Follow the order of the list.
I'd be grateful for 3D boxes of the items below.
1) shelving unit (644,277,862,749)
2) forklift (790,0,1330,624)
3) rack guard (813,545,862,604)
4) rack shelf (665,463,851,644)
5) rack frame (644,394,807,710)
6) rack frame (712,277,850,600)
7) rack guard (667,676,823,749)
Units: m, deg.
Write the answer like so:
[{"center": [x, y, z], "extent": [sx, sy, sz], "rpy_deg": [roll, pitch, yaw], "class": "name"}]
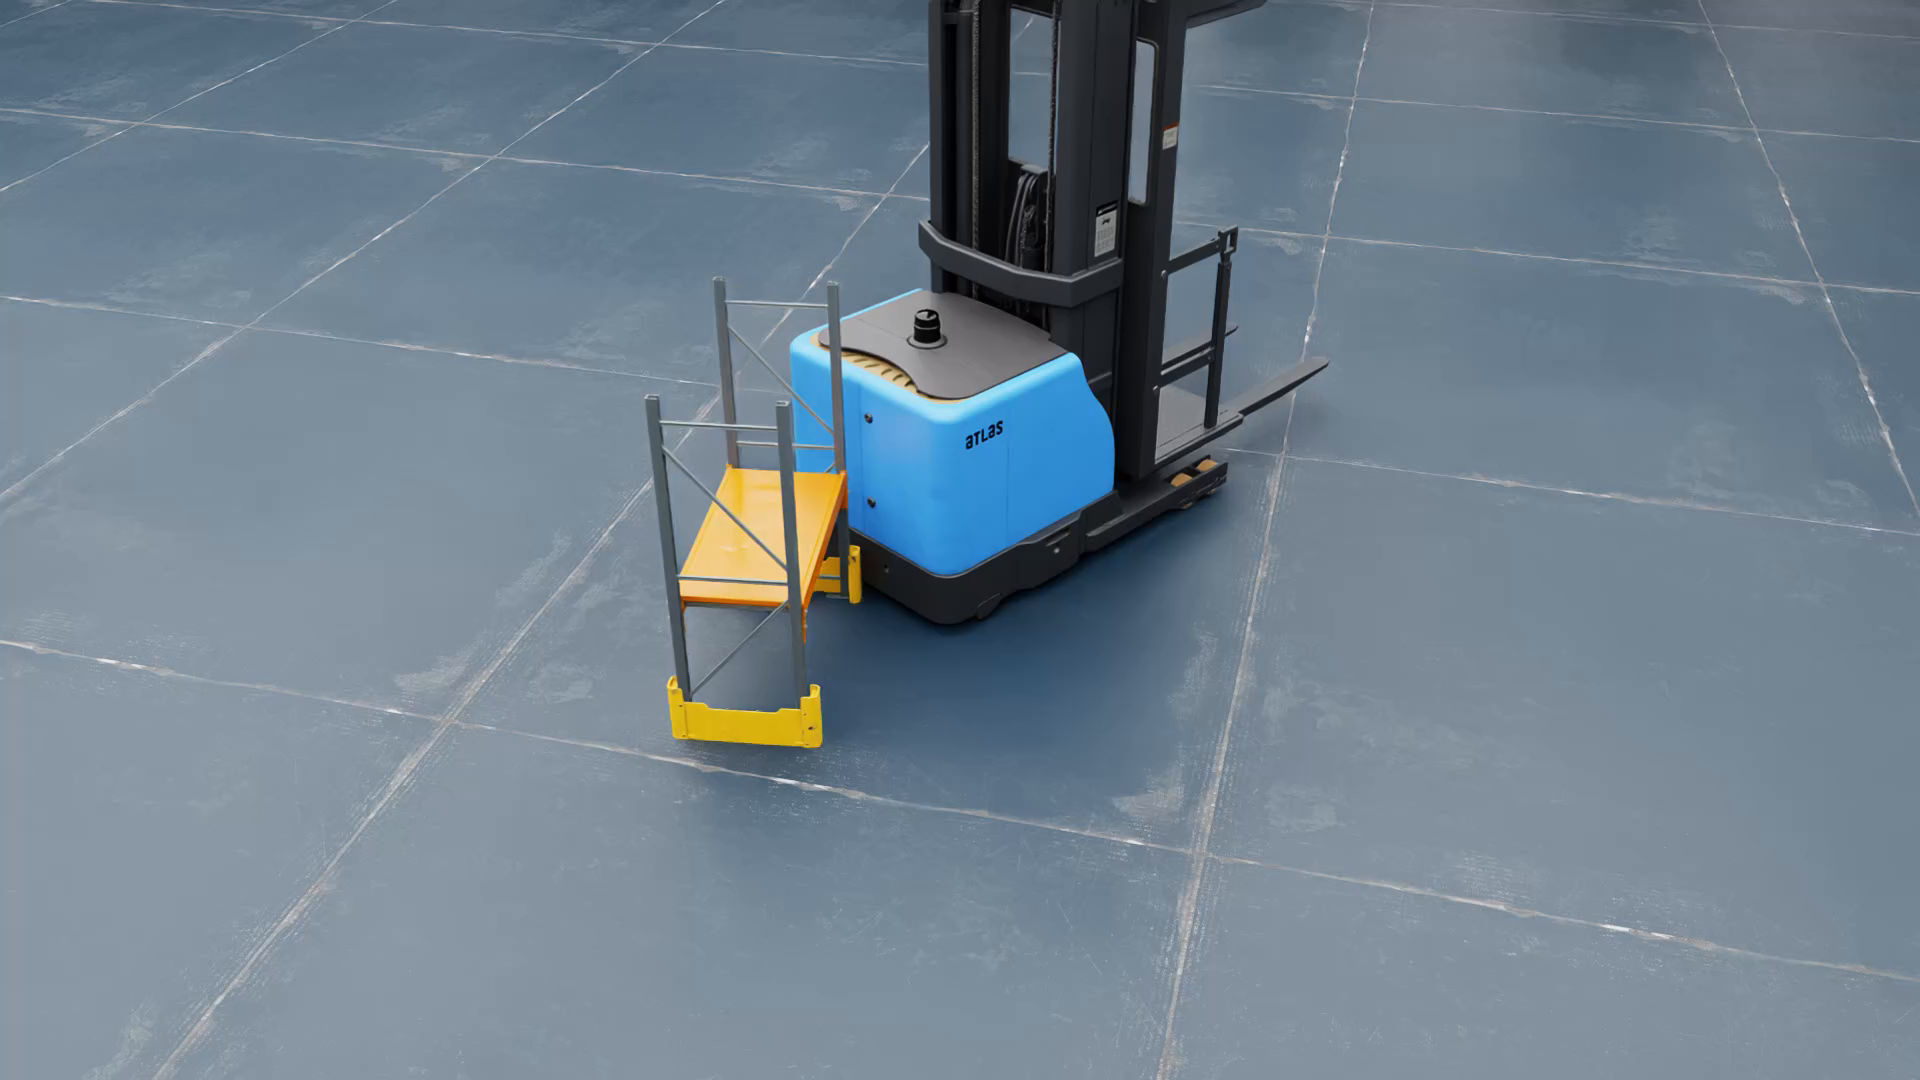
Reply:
[{"center": [-0.781, -0.124, 6.547], "extent": [0.587, 1.500, 1.083], "rpy_deg": [3, 33, 5], "class": "shelving unit"}, {"center": [0.658, -1.564, 7.479], "extent": [3.031, 2.935, 1.130], "rpy_deg": [-28, 42, -36], "class": "forklift"}, {"center": [-0.729, 0.138, 7.300], "extent": [0.587, 0.250, 0.087], "rpy_deg": [3, 33, 5], "class": "rack guard"}, {"center": [-0.782, 0.033, 6.636], "extent": [0.538, 0.185, 1.000], "rpy_deg": [3, 33, 5], "class": "rack shelf"}, {"center": [-0.836, 0.152, 6.113], "extent": [0.500, 1.500, 0.032], "rpy_deg": [3, 33, 5], "class": "rack frame"}, {"center": [-0.729, -0.390, 6.966], "extent": [0.500, 1.500, 0.032], "rpy_deg": [3, 33, 5], "class": "rack frame"}, {"center": [-0.834, 0.669, 6.465], "extent": [0.587, 0.250, 0.087], "rpy_deg": [3, 33, 5], "class": "rack guard"}]
